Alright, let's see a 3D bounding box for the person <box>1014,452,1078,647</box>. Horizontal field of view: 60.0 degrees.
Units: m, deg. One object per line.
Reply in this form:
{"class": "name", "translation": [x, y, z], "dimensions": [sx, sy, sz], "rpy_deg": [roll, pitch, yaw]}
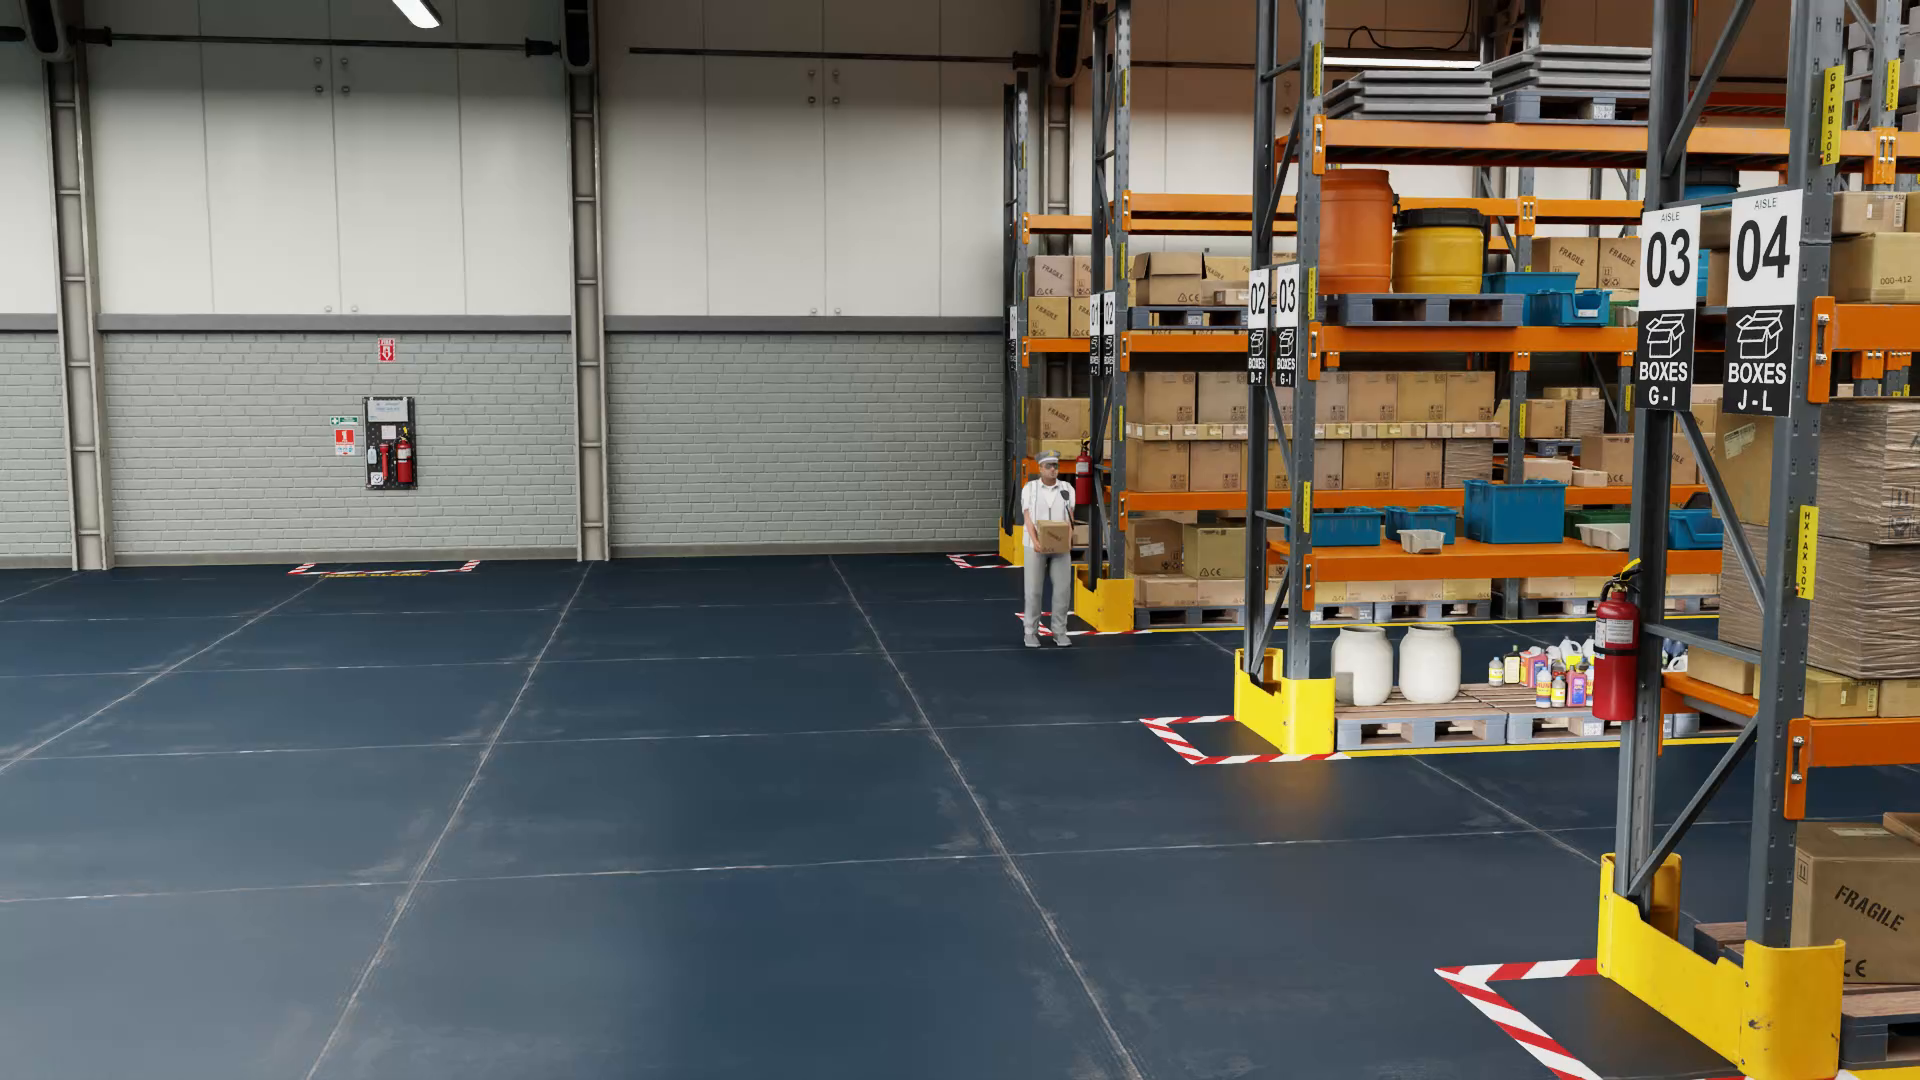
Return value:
{"class": "person", "translation": [0.773, 0.077, 14.988], "dimensions": [0.586, 1.749, 0.440], "rpy_deg": [-1, 7, -8]}
